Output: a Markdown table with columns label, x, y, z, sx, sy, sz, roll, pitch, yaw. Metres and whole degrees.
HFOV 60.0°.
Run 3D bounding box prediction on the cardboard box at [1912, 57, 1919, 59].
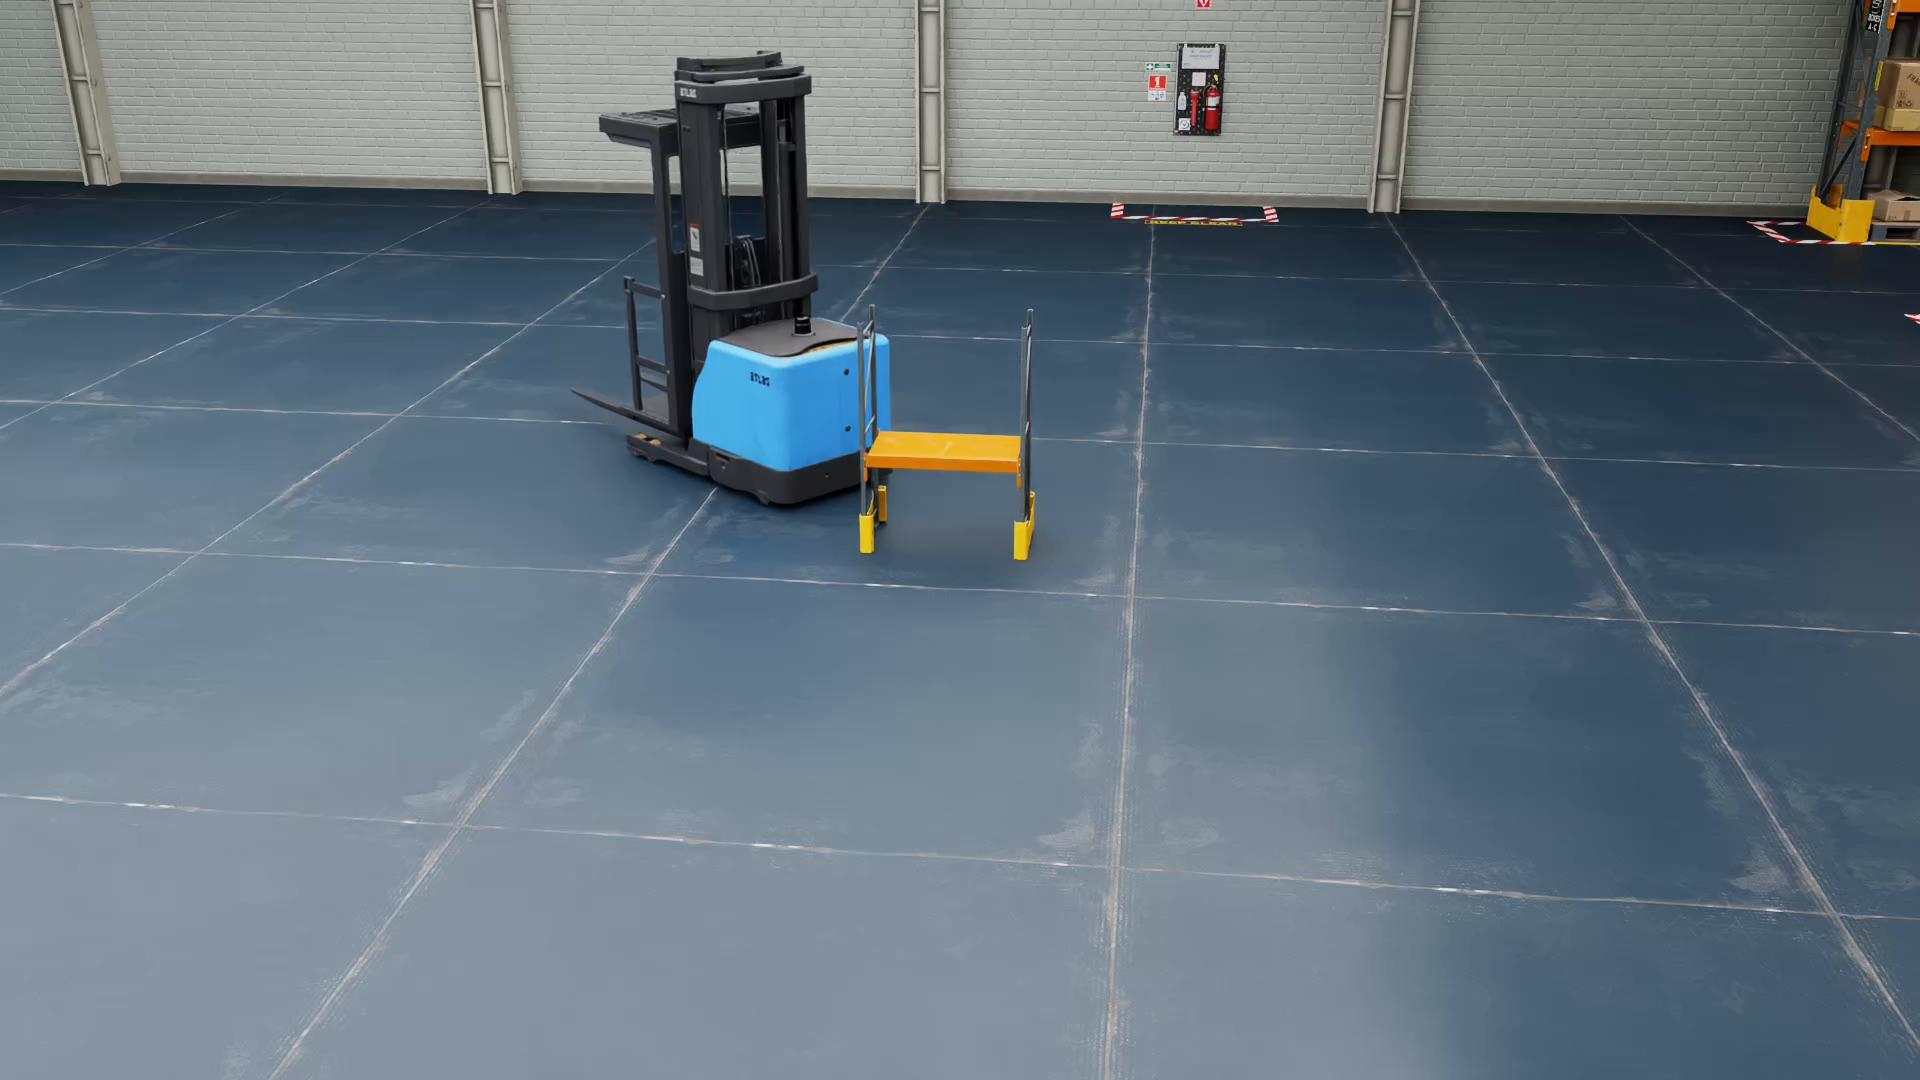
| label | x | y | z | sx | sy | sz | roll | pitch | yaw |
| --- | --- | --- | --- | --- | --- | --- | --- | --- | --- |
| cardboard box | 11.729 | -5.510 | 19.954 | 0.500 | 0.500 | 0.500 | 3 | 22 | 7 |

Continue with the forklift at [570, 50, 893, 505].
| label | x | y | z | sx | sy | sz | roll | pitch | yaw |
| --- | --- | --- | --- | --- | --- | --- | --- | --- | --- |
| forklift | -1.862 | -2.059 | 12.161 | 1.130 | 2.935 | 3.031 | -19 | 29 | -40 |

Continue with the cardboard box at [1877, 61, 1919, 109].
| label | x | y | z | sx | sy | sz | roll | pitch | yaw |
| --- | --- | --- | --- | --- | --- | --- | --- | --- | --- |
| cardboard box | 11.176 | -5.348 | 19.543 | 0.500 | 0.500 | 0.500 | 3 | 22 | 6 |

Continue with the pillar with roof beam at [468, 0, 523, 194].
| label | x | y | z | sx | sy | sz | roll | pitch | yaw |
| --- | --- | --- | --- | --- | --- | --- | --- | --- | --- |
| pillar with roof beam | -6.847 | -7.472 | 17.601 | 0.400 | 9.000 | 9.100 | 2 | 22 | 6 |

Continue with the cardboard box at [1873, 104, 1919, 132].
| label | x | y | z | sx | sy | sz | roll | pitch | yaw |
| --- | --- | --- | --- | --- | --- | --- | --- | --- | --- |
| cardboard box | 11.184 | -4.992 | 19.664 | 0.500 | 0.250 | 0.500 | 2 | 22 | 5 |

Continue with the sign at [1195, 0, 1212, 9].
| label | x | y | z | sx | sy | sz | roll | pitch | yaw |
| --- | --- | --- | --- | --- | --- | --- | --- | --- | --- |
| sign | 3.130 | -6.970 | 21.338 | 0.199 | 0.298 | 0.001 | 2 | 22 | 6 |

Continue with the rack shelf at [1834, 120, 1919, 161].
| label | x | y | z | sx | sy | sz | roll | pitch | yaw |
| --- | --- | --- | --- | --- | --- | --- | --- | --- | --- |
| rack shelf | 12.723 | -4.769 | 19.900 | 4.000 | 0.370 | 1.077 | 2 | 22 | 6 |

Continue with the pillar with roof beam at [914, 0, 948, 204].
| label | x | y | z | sx | sy | sz | roll | pitch | yaw |
| --- | --- | --- | --- | --- | --- | --- | --- | --- | --- |
| pillar with roof beam | -0.889 | -7.213 | 16.944 | 0.400 | 9.000 | 9.100 | 2 | 22 | 6 |

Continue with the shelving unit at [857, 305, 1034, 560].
| label | x | y | z | sx | sy | sz | roll | pitch | yaw |
| --- | --- | --- | --- | --- | --- | --- | --- | --- | --- |
| shelving unit | -0.076 | -0.701 | 10.672 | 1.083 | 1.500 | 0.587 | 2 | 22 | 6 |

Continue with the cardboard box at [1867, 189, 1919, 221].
| label | x | y | z | sx | sy | sz | roll | pitch | yaw |
| --- | --- | --- | --- | --- | --- | --- | --- | --- | --- |
| cardboard box | 11.414 | -4.081 | 20.242 | 0.500 | 0.311 | 0.500 | 0 | 22 | 0 |

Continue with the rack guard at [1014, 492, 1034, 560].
| label | x | y | z | sx | sy | sz | roll | pitch | yaw |
| --- | --- | --- | --- | --- | --- | --- | --- | --- | --- |
| rack guard | 0.419 | -0.098 | 10.848 | 0.087 | 0.250 | 0.587 | 2 | 22 | 6 |

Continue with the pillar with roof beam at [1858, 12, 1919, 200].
| label | x | y | z | sx | sy | sz | roll | pitch | yaw |
| --- | --- | --- | --- | --- | --- | --- | --- | --- | --- |
| pillar with roof beam | 11.027 | -6.693 | 15.631 | 0.400 | 9.000 | 9.100 | 2 | 22 | 6 |

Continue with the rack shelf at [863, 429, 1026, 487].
| label | x | y | z | sx | sy | sz | roll | pitch | yaw |
| --- | --- | --- | --- | --- | --- | --- | --- | --- | --- |
| rack shelf | -0.085 | -0.534 | 10.740 | 1.000 | 0.185 | 0.538 | 2 | 22 | 6 |

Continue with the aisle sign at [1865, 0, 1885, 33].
| label | x | y | z | sx | sy | sz | roll | pitch | yaw |
| --- | --- | --- | --- | --- | --- | --- | --- | --- | --- |
| aisle sign | 10.630 | -6.292 | 19.240 | 0.004 | 0.787 | 0.394 | 2 | 22 | 6 |

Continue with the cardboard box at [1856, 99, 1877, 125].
| label | x | y | z | sx | sy | sz | roll | pitch | yaw |
| --- | --- | --- | --- | --- | --- | --- | --- | --- | --- |
| cardboard box | 11.224 | -5.180 | 20.139 | 0.500 | 0.250 | 0.500 | 3 | 22 | 7 |

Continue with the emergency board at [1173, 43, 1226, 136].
| label | x | y | z | sx | sy | sz | roll | pitch | yaw |
| --- | --- | --- | --- | --- | --- | --- | --- | --- | --- |
| emergency board | 3.126 | -5.856 | 21.672 | 0.643 | 1.169 | 0.194 | 2 | 22 | 6 |

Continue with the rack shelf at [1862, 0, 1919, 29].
| label | x | y | z | sx | sy | sz | roll | pitch | yaw |
| --- | --- | --- | --- | --- | --- | --- | --- | --- | --- |
| rack shelf | 12.723 | -6.164 | 19.349 | 4.000 | 0.370 | 1.077 | 2 | 22 | 6 |

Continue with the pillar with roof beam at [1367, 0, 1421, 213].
| label | x | y | z | sx | sy | sz | roll | pitch | yaw |
| --- | --- | --- | --- | --- | --- | --- | --- | --- | --- |
| pillar with roof beam | 5.069 | -6.953 | 16.287 | 0.400 | 9.000 | 9.100 | 2 | 22 | 6 |

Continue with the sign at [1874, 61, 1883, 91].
| label | x | y | z | sx | sy | sz | roll | pitch | yaw |
| --- | --- | --- | --- | --- | --- | --- | --- | --- | --- |
| sign | 10.673 | -5.394 | 19.327 | 0.005 | 0.325 | 0.100 | 2 | 22 | 6 |

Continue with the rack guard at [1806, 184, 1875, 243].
| label | x | y | z | sx | sy | sz | roll | pitch | yaw |
| --- | --- | --- | --- | --- | --- | --- | --- | --- | --- |
| rack guard | 10.813 | -4.024 | 20.438 | 0.348 | 0.500 | 1.175 | 2 | 22 | 6 |

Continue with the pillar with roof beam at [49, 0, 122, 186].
| label | x | y | z | sx | sy | sz | roll | pitch | yaw |
| --- | --- | --- | --- | --- | --- | --- | --- | --- | --- |
| pillar with roof beam | -12.806 | -7.732 | 18.257 | 0.400 | 9.000 | 9.100 | 2 | 22 | 6 |

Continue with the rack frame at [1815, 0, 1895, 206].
| label | x | y | z | sx | sy | sz | roll | pitch | yaw |
| --- | --- | --- | --- | --- | --- | --- | --- | --- | --- |
| rack frame | 10.737 | -5.190 | 19.987 | 0.127 | 3.000 | 1.000 | 2 | 22 | 6 |

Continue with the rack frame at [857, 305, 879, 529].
| label | x | y | z | sx | sy | sz | roll | pitch | yaw |
| --- | --- | --- | --- | --- | --- | --- | --- | --- | --- |
| rack frame | -0.590 | -0.723 | 10.729 | 0.032 | 1.500 | 0.500 | 2 | 22 | 6 |

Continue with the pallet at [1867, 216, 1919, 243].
| label | x | y | z | sx | sy | sz | roll | pitch | yaw |
| --- | --- | --- | --- | --- | --- | --- | --- | --- | --- |
| pallet | 11.615 | -3.842 | 20.370 | 1.213 | 0.211 | 1.003 | 2 | 22 | 6 |

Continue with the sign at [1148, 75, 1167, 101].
| label | x | y | z | sx | sy | sz | roll | pitch | yaw |
| --- | --- | --- | --- | --- | --- | --- | --- | --- | --- |
| sign | 2.589 | -5.934 | 21.821 | 0.234 | 0.329 | 0.001 | 2 | 22 | 6 |

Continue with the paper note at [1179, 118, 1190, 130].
| label | x | y | z | sx | sy | sz | roll | pitch | yaw |
| --- | --- | --- | --- | --- | --- | --- | --- | --- | --- |
| paper note | 2.959 | -5.479 | 21.917 | 0.142 | 0.148 | 0.016 | 2 | 22 | 6 |

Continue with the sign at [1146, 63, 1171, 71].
| label | x | y | z | sx | sy | sz | roll | pitch | yaw |
| --- | --- | --- | --- | --- | --- | --- | --- | --- | --- |
| sign | 2.593 | -6.177 | 21.715 | 0.331 | 0.109 | 0.001 | 2 | 22 | 6 |

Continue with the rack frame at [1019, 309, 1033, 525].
| label | x | y | z | sx | sy | sz | roll | pitch | yaw |
| --- | --- | --- | --- | --- | --- | --- | --- | --- | --- |
| rack frame | 0.420 | -0.679 | 10.618 | 0.032 | 1.500 | 0.500 | 2 | 22 | 6 |

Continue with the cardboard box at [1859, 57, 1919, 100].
| label | x | y | z | sx | sy | sz | roll | pitch | yaw |
| --- | --- | --- | --- | --- | --- | --- | --- | --- | --- |
| cardboard box | 11.230 | -5.535 | 20.018 | 0.500 | 0.500 | 0.500 | 2 | 22 | 6 |

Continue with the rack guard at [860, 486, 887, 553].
| label | x | y | z | sx | sy | sz | roll | pitch | yaw |
| --- | --- | --- | --- | --- | --- | --- | --- | --- | --- |
| rack guard | -0.570 | -0.141 | 10.957 | 0.087 | 0.250 | 0.587 | 2 | 22 | 6 |
